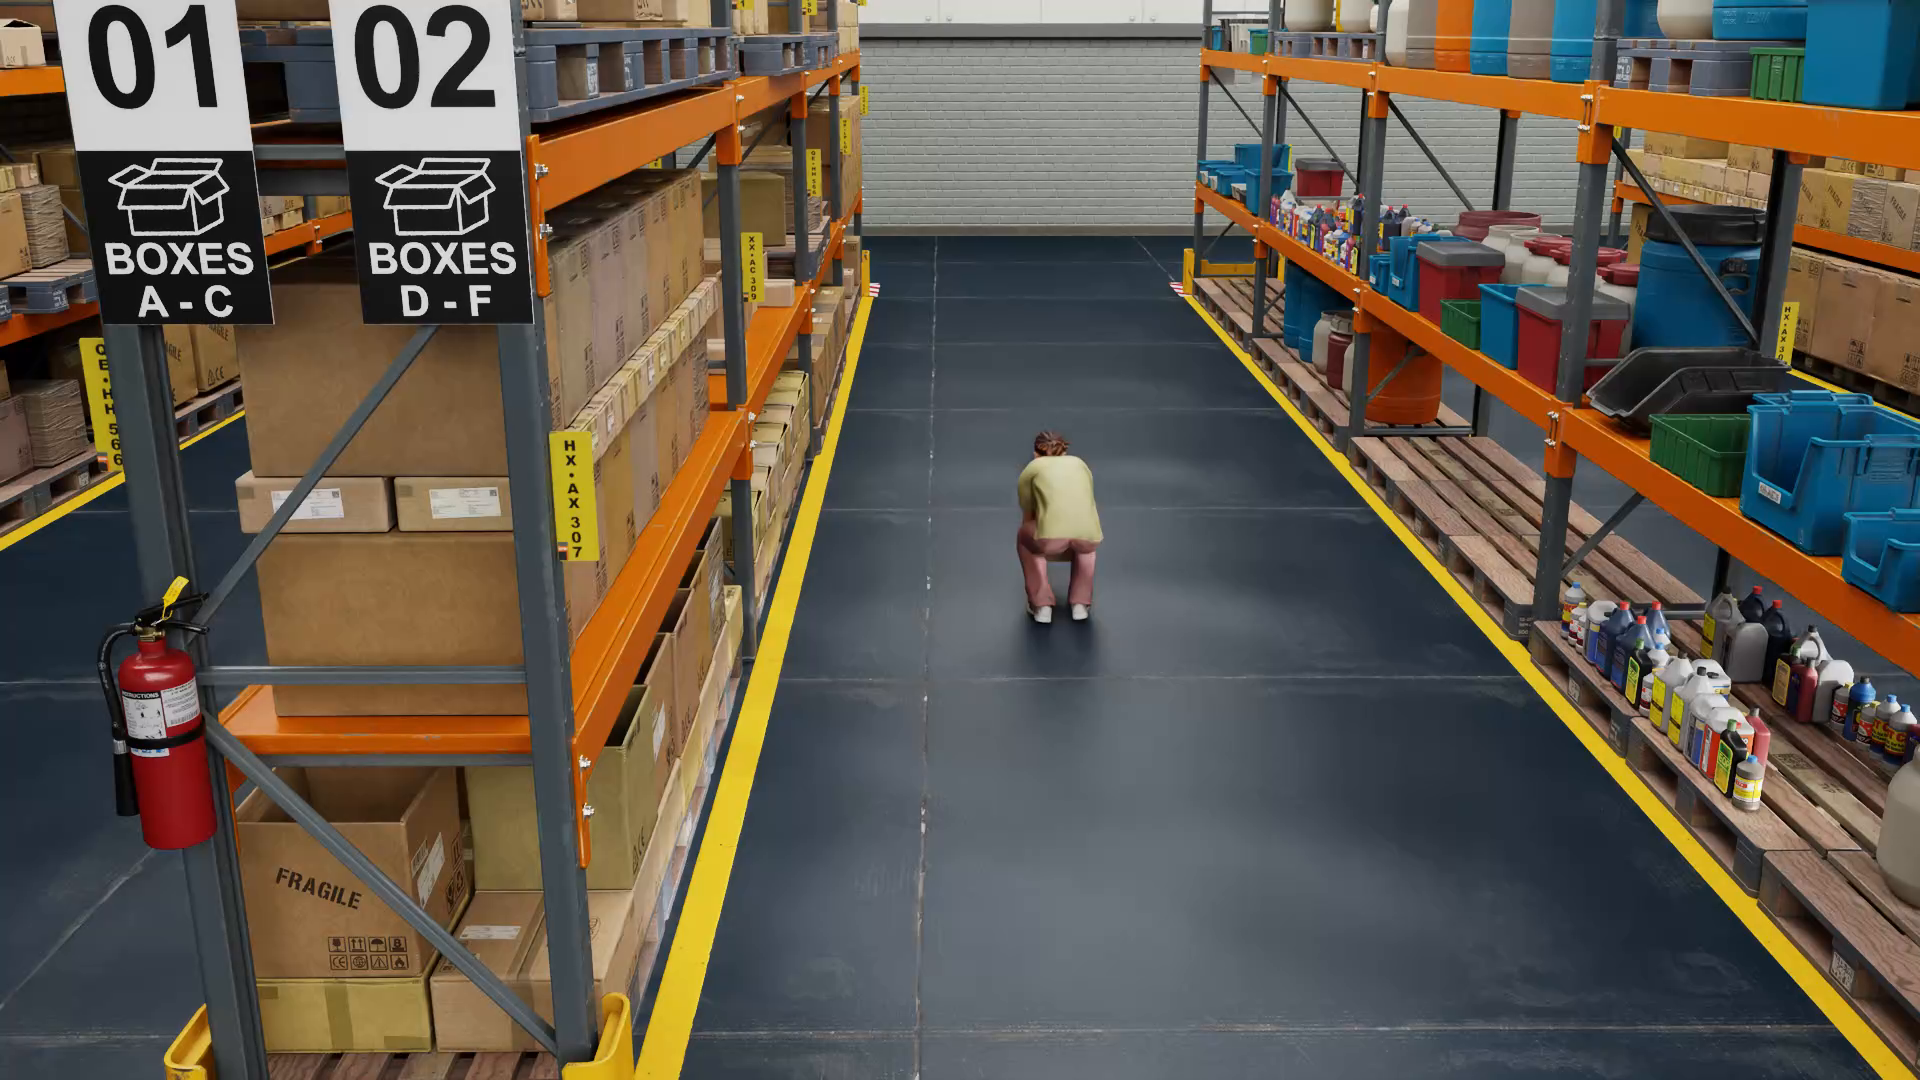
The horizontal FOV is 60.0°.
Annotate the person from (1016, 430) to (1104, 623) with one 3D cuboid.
[{"bbox_3d":[0.540,-0.070,9.038,0.452,0.934,0.817,-1,17,-2],"label":"person"}]
